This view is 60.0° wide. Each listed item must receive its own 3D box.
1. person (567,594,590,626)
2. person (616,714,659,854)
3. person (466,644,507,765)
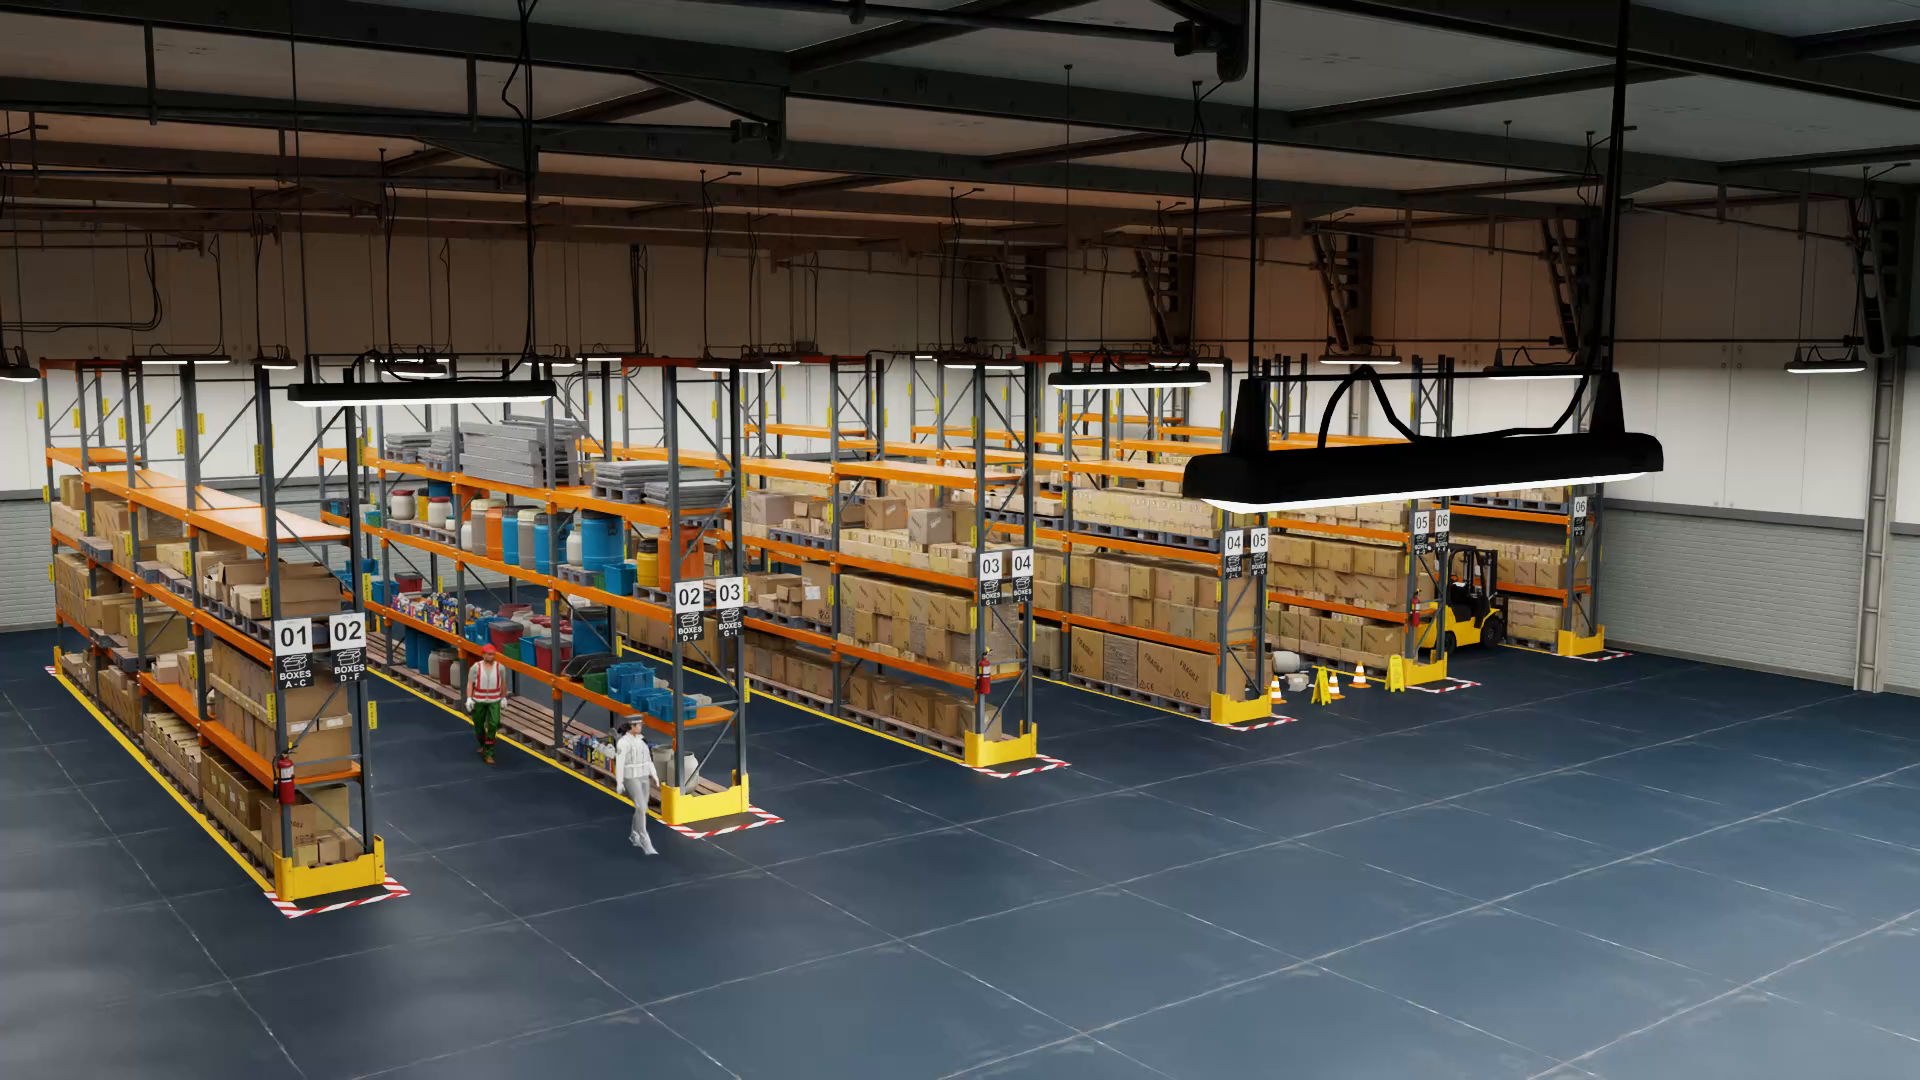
[{"bbox_3d":[-7.438,1.597,32.575,0.509,1.678,0.484,-1,7,-8],"label":"person"},{"bbox_3d":[-3.966,3.038,20.811,0.665,1.684,0.521,4,8,30],"label":"person"},{"bbox_3d":[-7.154,2.455,25.132,0.633,1.788,0.762,-3,7,-22],"label":"person"}]
